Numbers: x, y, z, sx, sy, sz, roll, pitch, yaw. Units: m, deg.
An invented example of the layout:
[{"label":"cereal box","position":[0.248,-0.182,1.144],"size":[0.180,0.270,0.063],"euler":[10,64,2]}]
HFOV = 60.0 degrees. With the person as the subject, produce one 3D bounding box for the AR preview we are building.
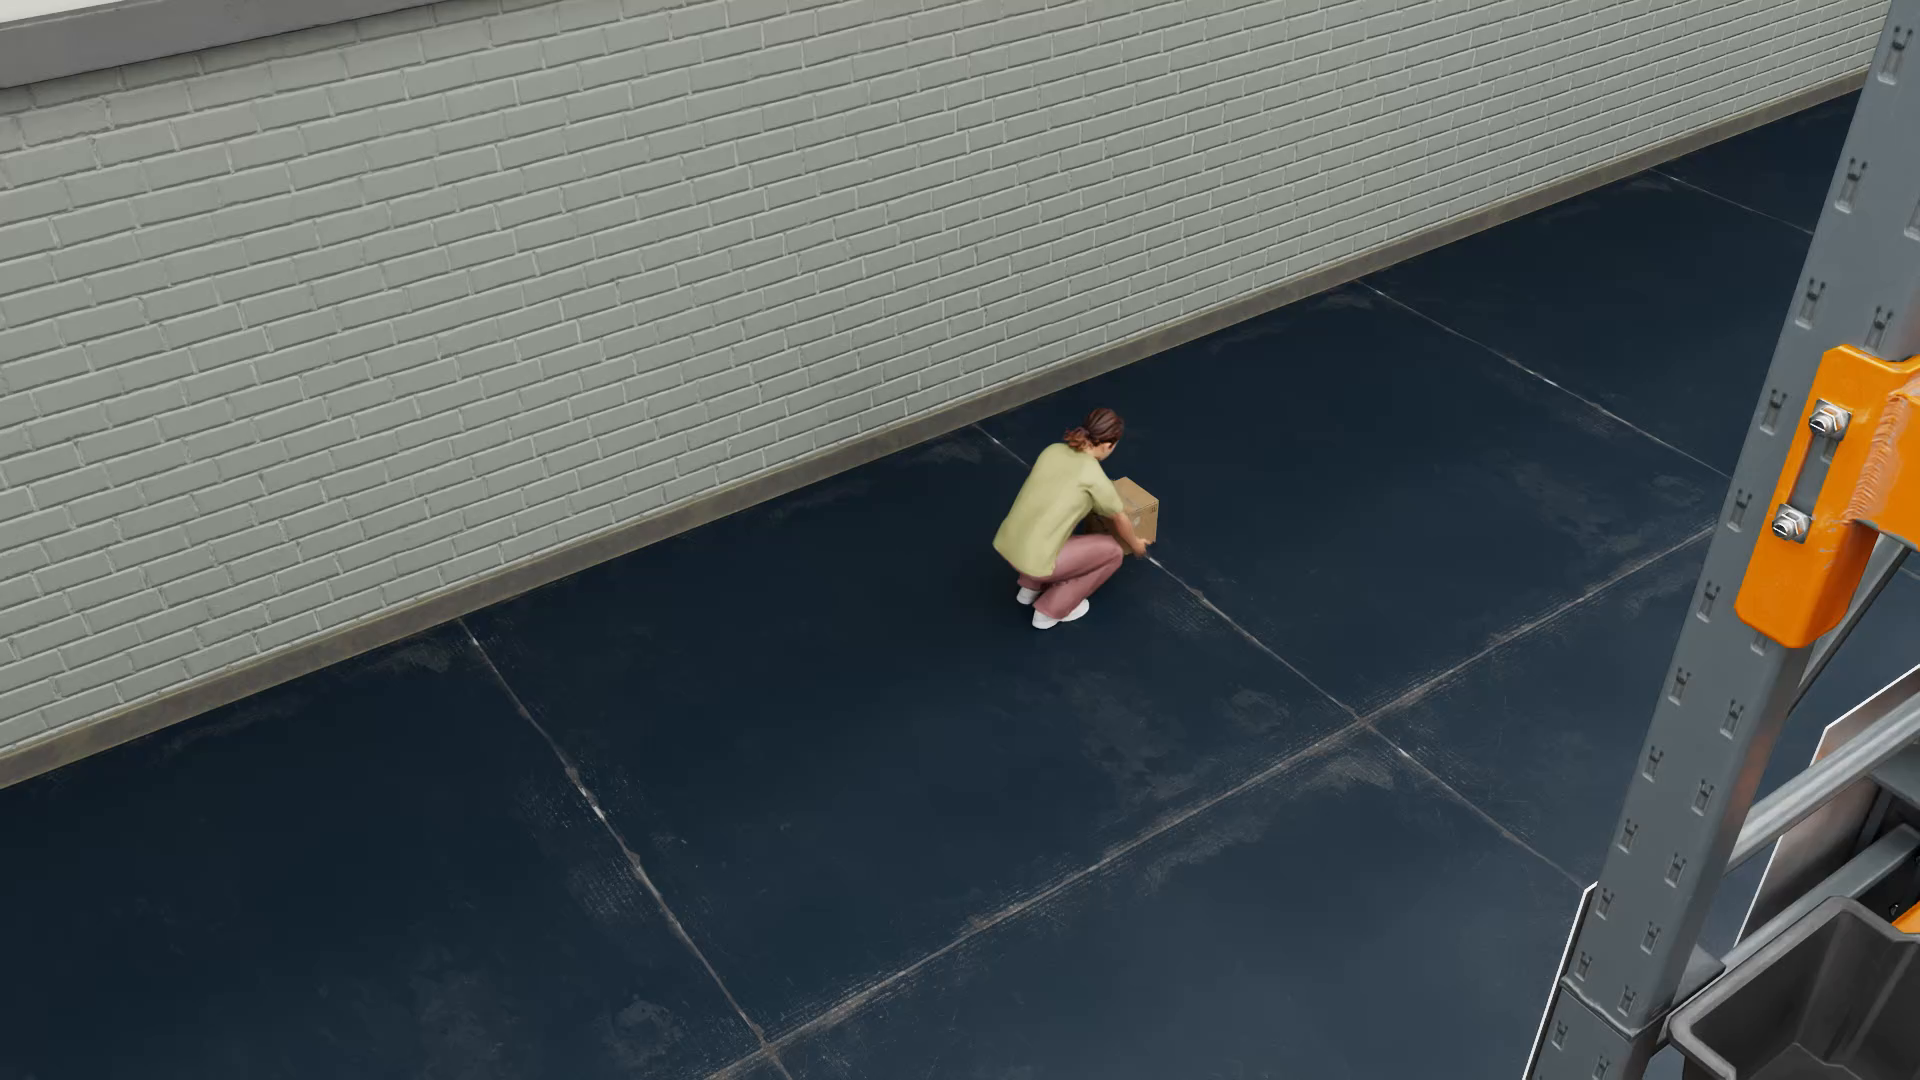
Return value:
[{"label":"person","position":[0.519,-0.115,7.779],"size":[0.796,0.947,0.472],"euler":[-23,42,-28]}]
